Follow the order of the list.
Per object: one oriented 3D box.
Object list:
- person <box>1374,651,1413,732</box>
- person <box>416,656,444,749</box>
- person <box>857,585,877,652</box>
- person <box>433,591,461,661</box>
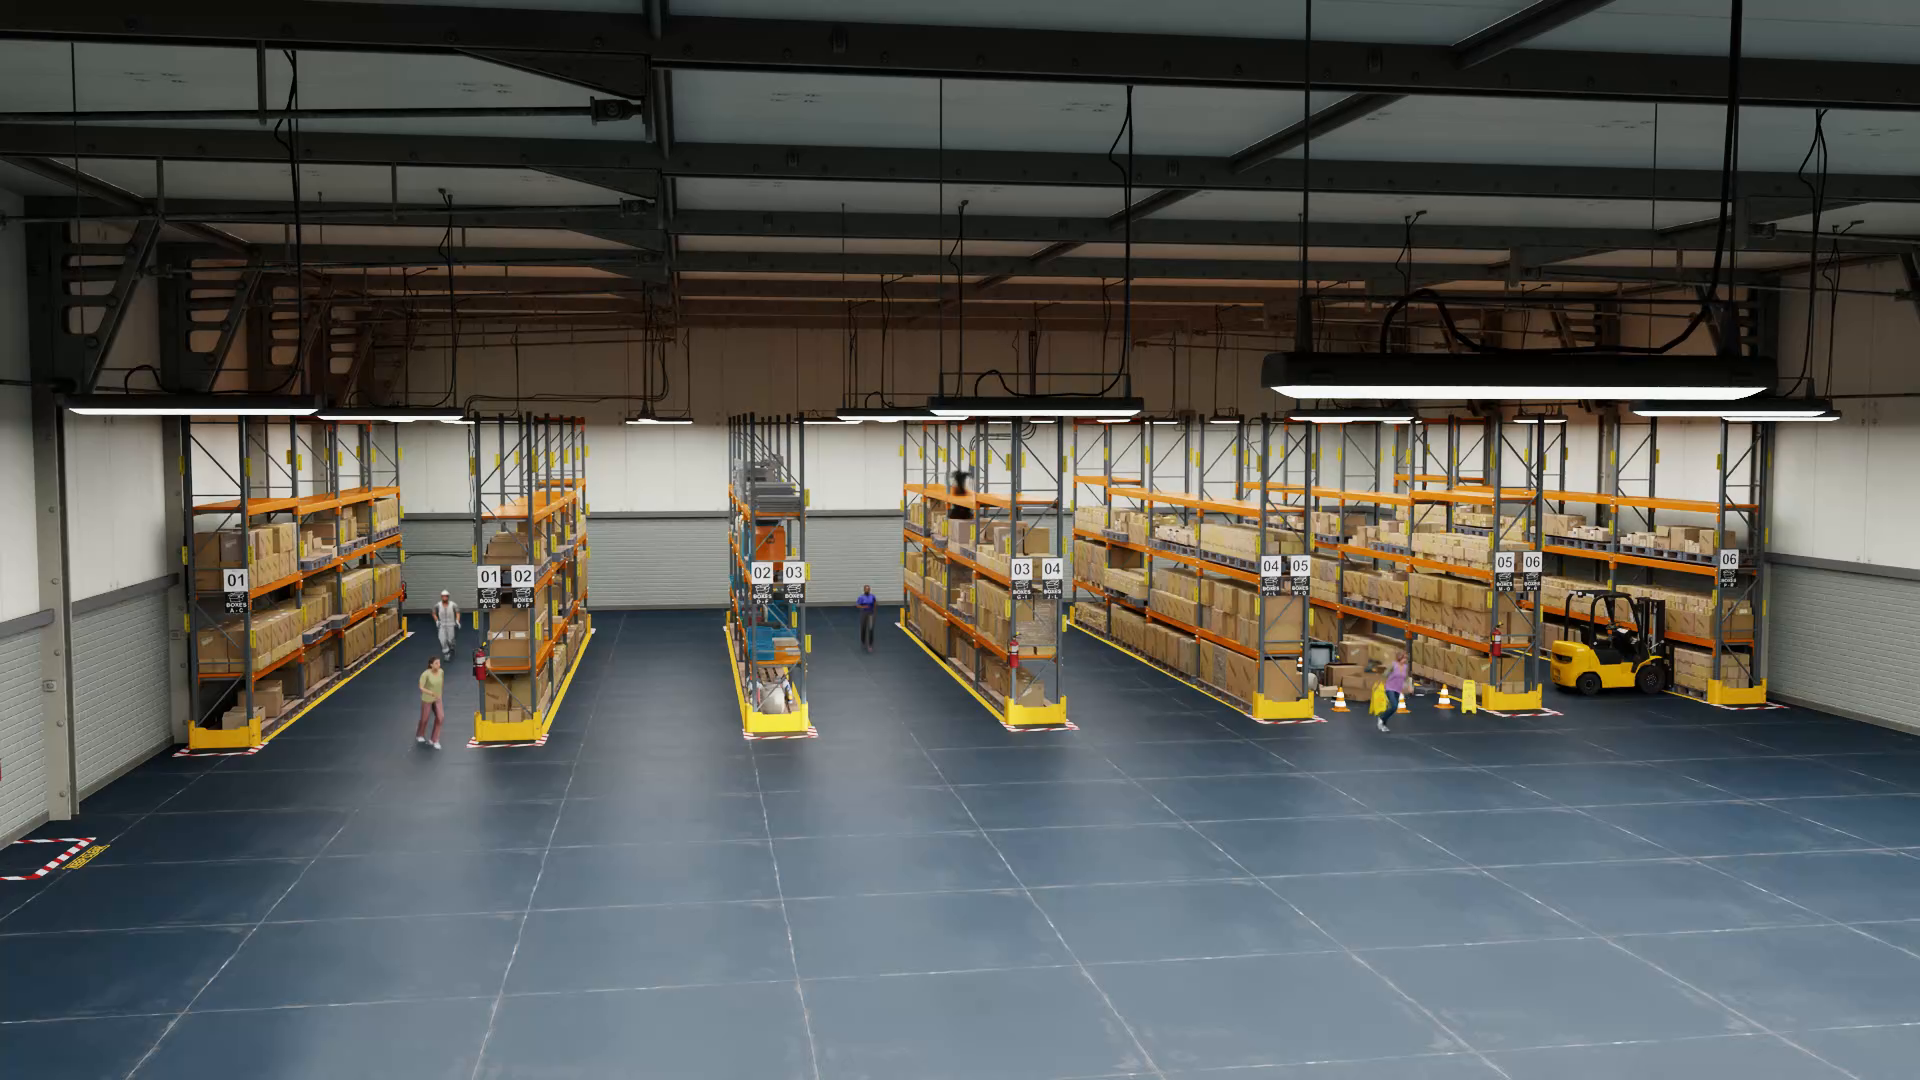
[{"bbox_3d":[8.136,2.838,31.151,0.536,1.542,0.652,-2,5,-31],"label":"person"},{"bbox_3d":[-9.490,2.896,29.834,0.561,1.670,0.839,-3,5,-39],"label":"person"},{"bbox_3d":[-2.389,1.991,42.612,0.541,1.705,0.861,-1,4,-10],"label":"person"},{"bbox_3d":[-12.552,2.097,40.669,0.660,1.728,0.644,-1,4,-10],"label":"person"}]
